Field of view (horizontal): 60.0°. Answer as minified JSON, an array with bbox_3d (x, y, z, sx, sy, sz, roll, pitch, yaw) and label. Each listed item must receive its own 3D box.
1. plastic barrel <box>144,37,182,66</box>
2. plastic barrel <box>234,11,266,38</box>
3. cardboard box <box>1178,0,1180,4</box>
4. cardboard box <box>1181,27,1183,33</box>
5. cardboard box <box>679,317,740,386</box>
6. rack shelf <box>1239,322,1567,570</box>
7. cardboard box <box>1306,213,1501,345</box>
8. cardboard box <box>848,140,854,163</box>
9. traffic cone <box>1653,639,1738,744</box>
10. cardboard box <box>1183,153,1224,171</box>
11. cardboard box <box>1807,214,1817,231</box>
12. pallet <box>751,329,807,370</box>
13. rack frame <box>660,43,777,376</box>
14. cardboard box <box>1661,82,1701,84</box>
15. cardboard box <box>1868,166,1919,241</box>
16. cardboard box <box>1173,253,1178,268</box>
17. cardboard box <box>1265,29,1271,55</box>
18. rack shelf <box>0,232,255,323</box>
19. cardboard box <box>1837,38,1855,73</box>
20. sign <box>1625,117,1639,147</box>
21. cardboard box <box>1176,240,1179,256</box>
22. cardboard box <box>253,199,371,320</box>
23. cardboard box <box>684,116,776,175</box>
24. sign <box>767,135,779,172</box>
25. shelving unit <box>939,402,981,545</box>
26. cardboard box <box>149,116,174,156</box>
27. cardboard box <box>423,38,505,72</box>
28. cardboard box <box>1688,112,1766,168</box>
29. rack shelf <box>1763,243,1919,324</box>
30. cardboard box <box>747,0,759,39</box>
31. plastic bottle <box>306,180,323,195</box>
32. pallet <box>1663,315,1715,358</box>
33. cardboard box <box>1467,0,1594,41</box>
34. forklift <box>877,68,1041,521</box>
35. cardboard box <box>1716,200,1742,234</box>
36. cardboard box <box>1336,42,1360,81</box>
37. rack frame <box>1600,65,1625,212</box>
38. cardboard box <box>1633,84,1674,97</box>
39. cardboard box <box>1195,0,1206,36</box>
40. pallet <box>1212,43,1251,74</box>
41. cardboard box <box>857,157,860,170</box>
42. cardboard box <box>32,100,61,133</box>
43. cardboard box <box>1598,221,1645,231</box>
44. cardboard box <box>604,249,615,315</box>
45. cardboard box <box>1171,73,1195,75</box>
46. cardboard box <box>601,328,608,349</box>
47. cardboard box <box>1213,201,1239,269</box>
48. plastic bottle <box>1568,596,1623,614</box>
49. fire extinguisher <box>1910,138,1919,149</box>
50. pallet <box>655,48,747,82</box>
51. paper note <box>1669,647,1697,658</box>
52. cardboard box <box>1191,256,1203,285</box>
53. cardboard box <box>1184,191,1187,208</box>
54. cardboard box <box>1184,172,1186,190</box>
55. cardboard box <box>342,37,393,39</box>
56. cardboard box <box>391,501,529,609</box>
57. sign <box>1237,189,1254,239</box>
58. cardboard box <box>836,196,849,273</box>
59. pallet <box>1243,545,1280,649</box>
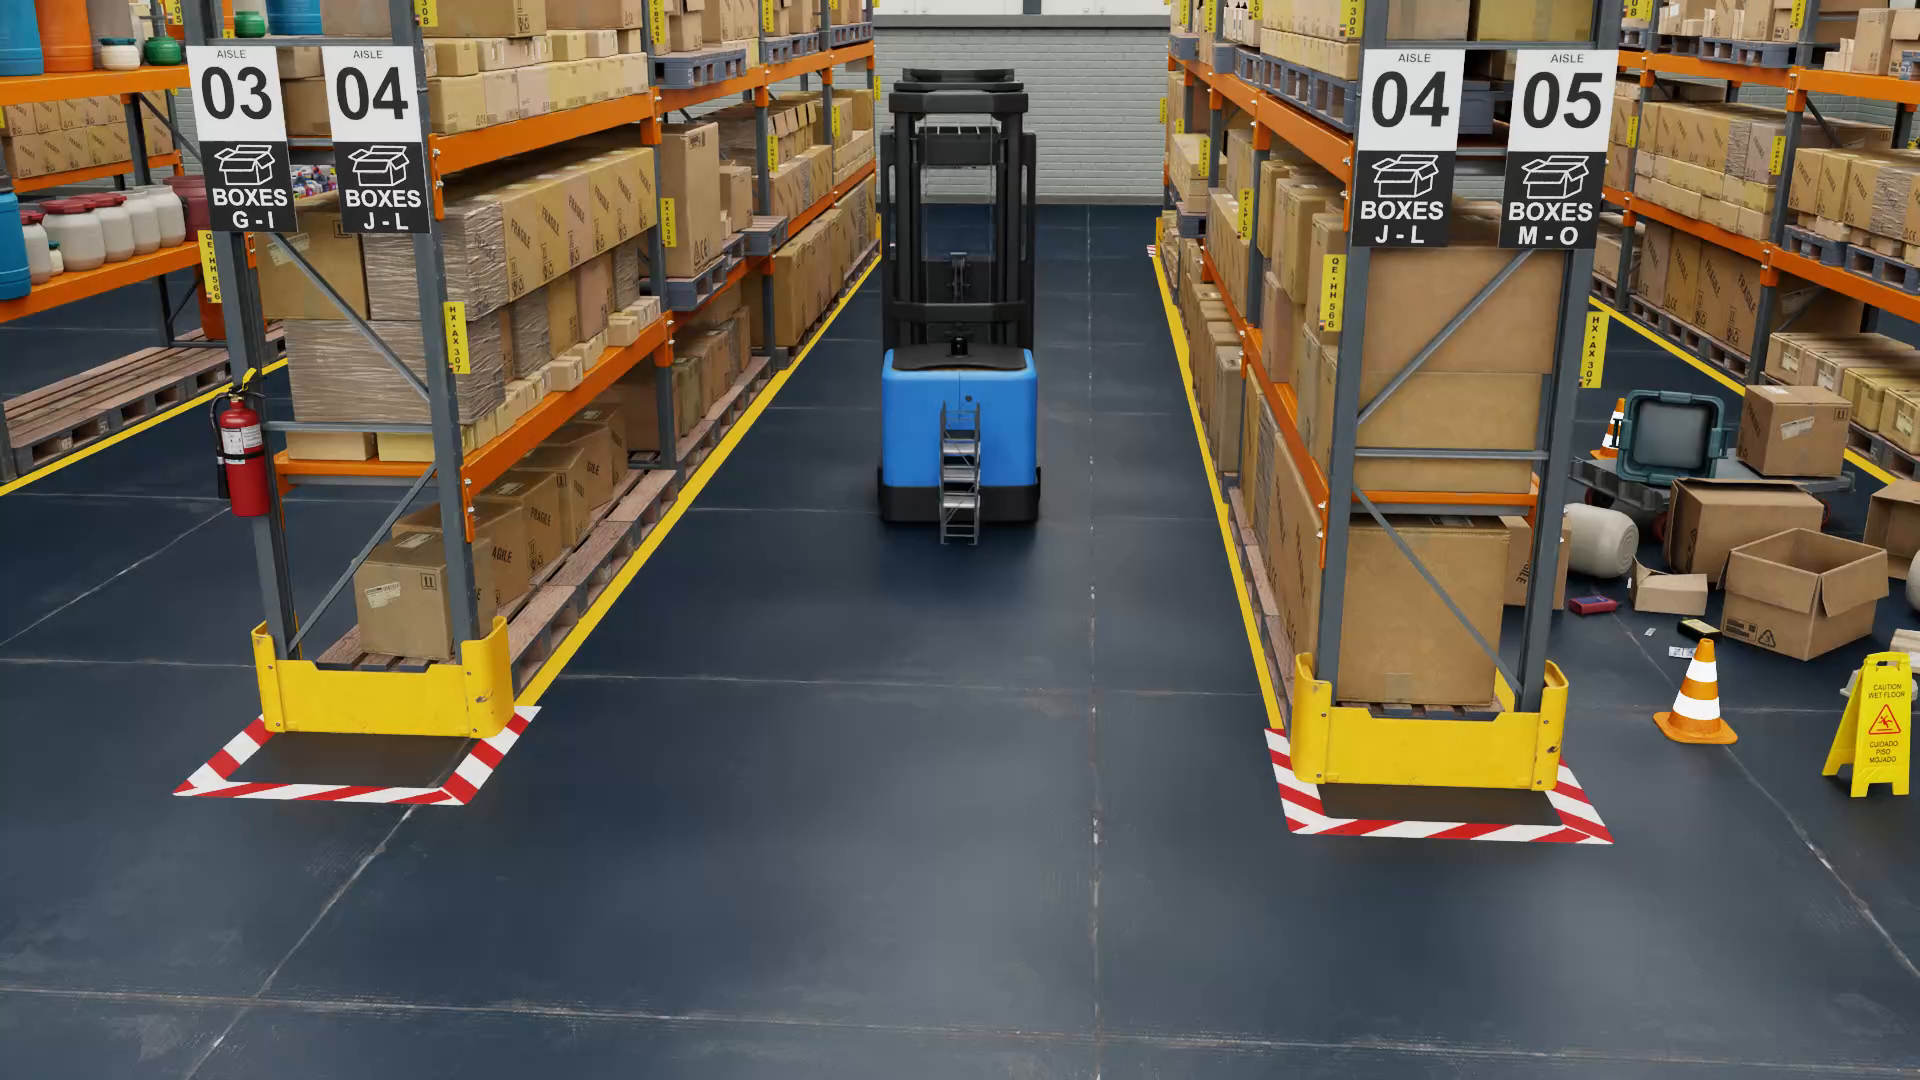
[{"bbox_3d":[-7.146,-4.381,14.908,0.294,0.245,0.294,0,18,0],"label":"plastic barrel"},{"bbox_3d":[-6.874,-4.982,16.069,0.294,0.245,0.294,0,18,0],"label":"plastic barrel"},{"bbox_3d":[2.802,-6.463,19.809,0.380,0.149,0.250,1,18,3],"label":"cardboard box"},{"bbox_3d":[2.800,-5.764,19.121,0.500,0.250,0.500,1,18,4],"label":"cardboard box"},{"bbox_3d":[-2.295,-1.637,14.409,0.700,0.500,0.500,0,18,-1],"label":"cardboard box"},{"bbox_3d":[2.270,-0.649,9.242,1.077,0.370,4.000,1,18,4],"label":"rack shelf"},{"bbox_3d":[2.140,-1.242,7.920,0.875,0.550,0.550,1,18,4],"label":"cardboard box"},{"bbox_3d":[-1.586,-4.764,20.409,0.500,0.250,0.500,2,18,5],"label":"cardboard box"},{"bbox_3d":[3.581,0.702,8.036,0.336,0.463,0.334,1,18,4],"label":"traffic cone"},{"bbox_3d":[2.333,-3.622,15.934,0.380,0.149,0.250,2,18,6],"label":"cardboard box"},{"bbox_3d":[7.383,-2.672,13.989,0.380,0.149,0.250,0,18,1],"label":"cardboard box"},{"bbox_3d":[-2.108,-1.915,16.427,1.003,0.211,1.213,1,18,4],"label":"pallet"},{"bbox_3d":[-2.239,-2.997,15.251,1.000,3.000,0.127,1,18,4],"label":"rack frame"},{"bbox_3d":[8.271,-5.177,19.097,0.380,0.149,0.250,1,18,4],"label":"cardboard box"},{"bbox_3d":[7.277,-2.547,12.566,0.500,0.500,0.500,1,18,2],"label":"cardboard box"},{"bbox_3d":[2.700,-3.272,19.518,0.380,0.149,0.250,0,18,1],"label":"cardboard box"},{"bbox_3d":[2.032,-2.979,9.950,0.380,0.149,0.250,1,18,4],"label":"cardboard box"},{"bbox_3d":[-7.323,-2.144,13.805,1.077,0.370,4.000,1,18,4],"label":"rack shelf"},{"bbox_3d":[7.435,-3.964,13.601,0.396,0.266,0.258,1,18,4],"label":"cardboard box"},{"bbox_3d":[7.378,-4.479,18.257,0.100,0.325,0.005,1,18,4],"label":"sign"},{"bbox_3d":[2.732,-3.421,19.494,0.380,0.149,0.250,2,18,5],"label":"cardboard box"},{"bbox_3d":[-3.020,-1.352,7.989,0.500,0.500,0.500,1,18,4],"label":"cardboard box"},{"bbox_3d":[-2.171,-3.748,15.771,0.797,0.503,0.637,2,18,6],"label":"cardboard box"},{"bbox_3d":[-1.697,-3.500,15.055,0.100,0.325,0.005,1,18,4],"label":"sign"},{"bbox_3d":[0.001,-0.430,10.791,0.258,0.900,0.210,1,18,4],"label":"shelving unit"},{"bbox_3d":[-11.307,-5.606,23.054,0.500,0.500,0.500,2,18,6],"label":"cardboard box"},{"bbox_3d":[-2.462,-2.379,8.148,0.380,0.149,0.250,2,18,6],"label":"cardboard box"},{"bbox_3d":[7.536,-3.935,16.349,0.500,0.500,0.500,1,18,3],"label":"cardboard box"},{"bbox_3d":[7.502,-1.812,12.792,1.077,0.370,4.000,1,18,4],"label":"rack shelf"},{"bbox_3d":[-2.024,-4.553,14.221,0.500,0.500,0.500,2,18,5],"label":"cardboard box"},{"bbox_3d":[-6.727,-3.606,17.310,0.152,0.276,0.135,1,18,4],"label":"plastic bottle"},{"bbox_3d":[7.867,-2.071,16.906,1.003,0.211,1.213,1,18,4],"label":"pallet"},{"bbox_3d":[2.418,-2.257,7.104,0.500,0.250,0.500,1,18,4],"label":"cardboard box"},{"bbox_3d":[-0.016,-1.921,12.078,1.130,2.935,3.031,0,18,-1],"label":"forklift"},{"bbox_3d":[7.443,-3.026,15.582,0.500,0.250,0.500,2,18,5],"label":"cardboard box"},{"bbox_3d":[1.813,-2.034,7.064,0.380,0.149,0.250,1,18,4],"label":"cardboard box"},{"bbox_3d":[8.219,-5.260,22.159,1.000,3.000,0.127,1,18,4],"label":"rack frame"},{"bbox_3d":[7.764,-5.031,18.651,0.380,0.149,0.250,2,18,5],"label":"cardboard box"},{"bbox_3d":[2.746,-5.294,16.605,0.797,0.503,0.637,1,18,3],"label":"cardboard box"},{"bbox_3d":[2.707,-3.989,13.766,1.213,0.211,1.003,2,18,6],"label":"pallet"},{"bbox_3d":[-1.473,-4.769,21.064,0.380,0.149,0.250,2,18,5],"label":"cardboard box"},{"bbox_3d":[-11.482,-5.284,20.466,0.500,0.500,0.500,1,18,2],"label":"cardboard box"},{"bbox_3d":[8.214,-3.750,20.992,0.875,0.438,0.875,2,18,5],"label":"cardboard box"},{"bbox_3d":[-2.691,-1.650,10.504,0.875,0.500,0.500,1,18,4],"label":"cardboard box"},{"bbox_3d":[2.947,-5.713,21.296,0.500,0.500,0.500,2,18,6],"label":"cardboard box"},{"bbox_3d":[-2.410,-1.253,10.333,0.380,0.149,0.250,1,18,4],"label":"cardboard box"},{"bbox_3d":[2.329,-2.454,13.435,0.500,0.500,0.500,1,18,4],"label":"cardboard box"},{"bbox_3d":[3.704,0.375,9.680,0.283,0.061,0.133,-5,19,-15],"label":"plastic bottle"},{"bbox_3d":[12.719,-4.992,22.065,0.296,0.674,0.183,1,18,4],"label":"fire extinguisher"},{"bbox_3d":[-2.304,-3.602,12.583,1.213,0.211,1.003,1,18,4],"label":"pallet"},{"bbox_3d":[3.930,0.606,9.028,0.144,0.017,0.142,8,20,23],"label":"paper note"},{"bbox_3d":[2.513,-2.598,16.170,0.500,0.250,0.500,2,18,5],"label":"cardboard box"},{"bbox_3d":[2.297,-3.175,15.525,0.380,0.149,0.250,1,18,4],"label":"cardboard box"},{"bbox_3d":[2.315,-3.404,15.747,0.380,0.149,0.250,2,18,5],"label":"cardboard box"},{"bbox_3d":[-2.922,-2.467,8.418,0.380,0.149,0.250,2,18,5],"label":"cardboard box"},{"bbox_3d":[-2.743,0.096,9.152,0.500,0.500,0.500,6,19,18],"label":"cardboard box"},{"bbox_3d":[1.872,-2.134,10.886,0.100,0.325,0.005,1,18,4],"label":"sign"},{"bbox_3d":[-1.826,-3.632,19.928,0.875,0.875,0.875,1,18,4],"label":"cardboard box"},{"bbox_3d":[2.196,0.327,9.585,1.003,0.211,1.213,1,18,4],"label":"pallet"}]
